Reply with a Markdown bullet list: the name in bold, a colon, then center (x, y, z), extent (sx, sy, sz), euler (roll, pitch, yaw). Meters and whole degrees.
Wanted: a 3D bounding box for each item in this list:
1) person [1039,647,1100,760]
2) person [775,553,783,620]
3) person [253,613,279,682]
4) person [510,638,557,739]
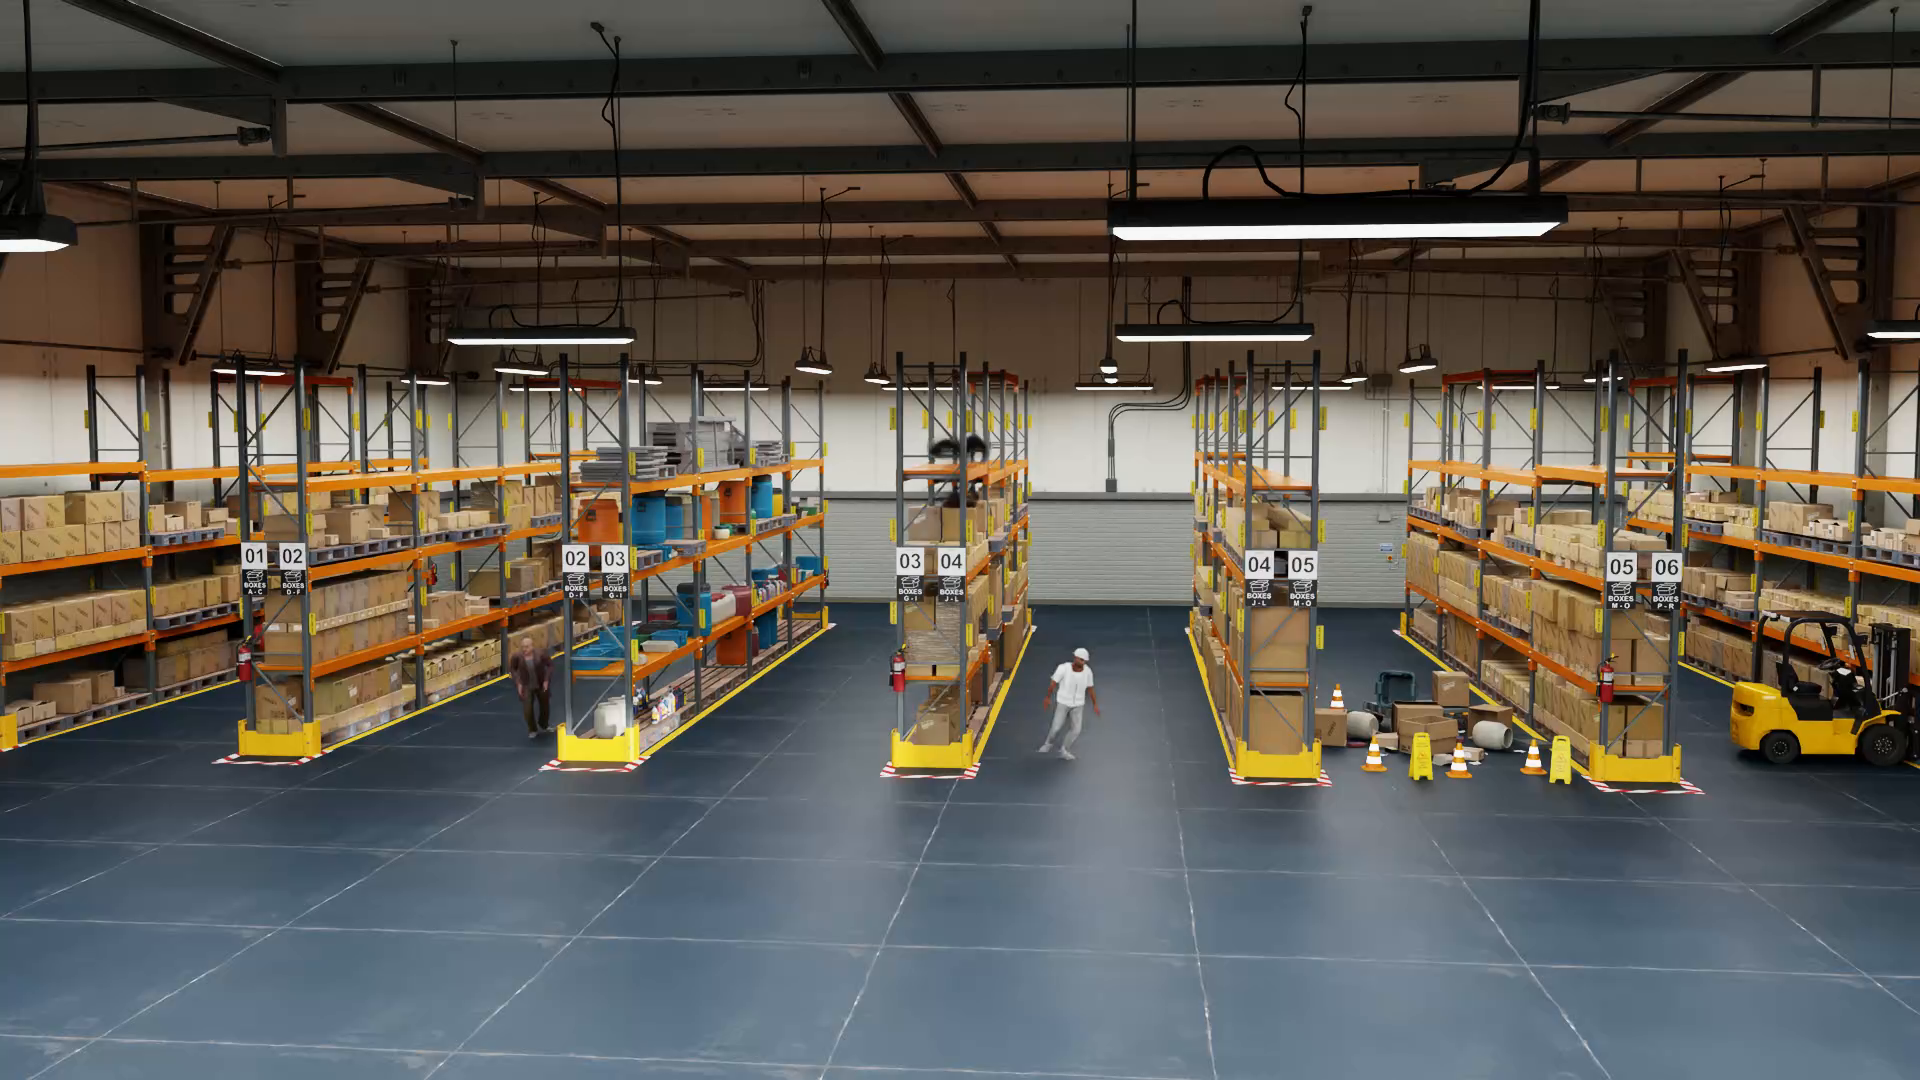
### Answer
- **person**: center (1.614, 2.402, 24.560), extent (0.828, 1.684, 0.685), euler (-1, 4, -16)
- **person**: center (-4.523, 1.158, 42.108), extent (0.550, 1.712, 0.753), euler (2, 4, 23)
- **person**: center (-11.997, 2.081, 28.984), extent (0.615, 1.792, 0.890), euler (0, 4, 4)
- **person**: center (-6.750, 2.314, 26.323), extent (0.733, 1.639, 0.881), euler (-1, 4, -19)
